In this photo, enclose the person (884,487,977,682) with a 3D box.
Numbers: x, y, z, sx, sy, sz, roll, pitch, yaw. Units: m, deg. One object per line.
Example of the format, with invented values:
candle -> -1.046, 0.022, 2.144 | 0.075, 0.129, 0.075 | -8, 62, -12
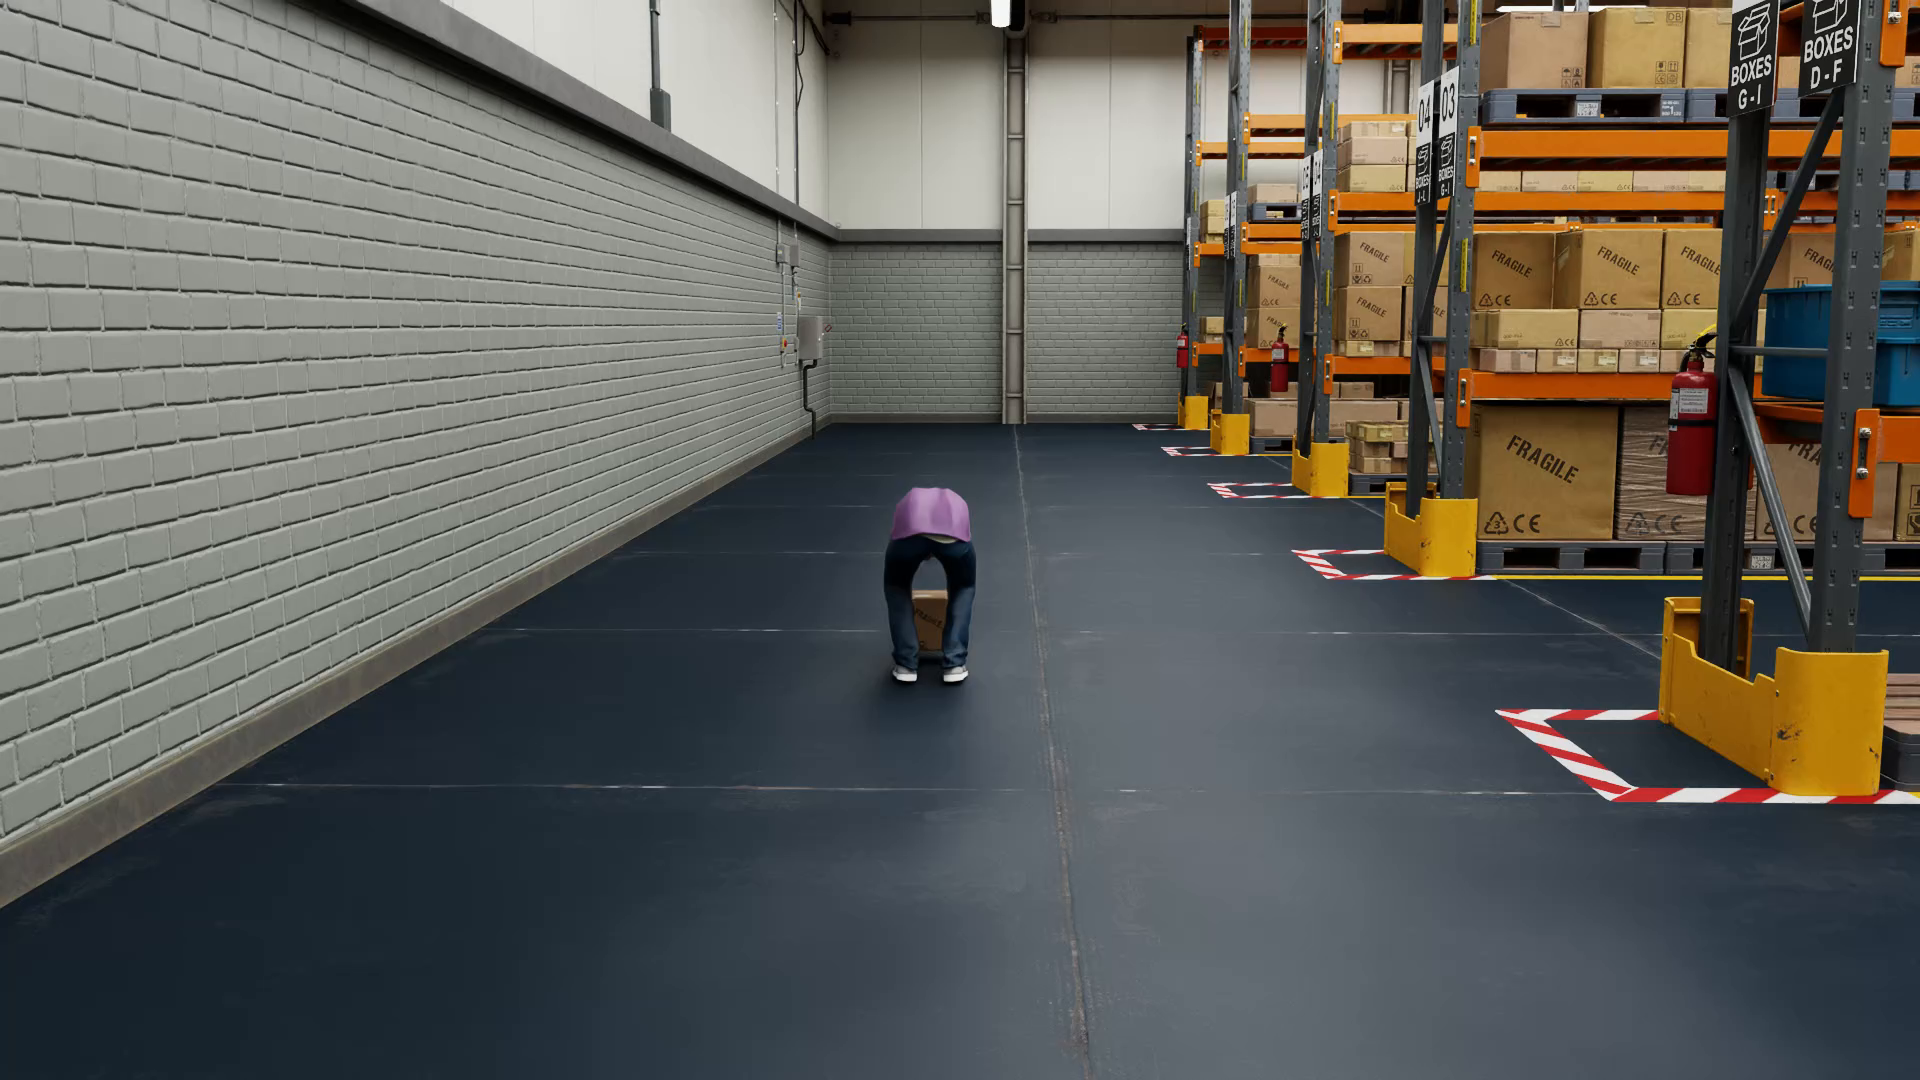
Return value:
person -> -0.138, 0.190, 7.609 | 0.424, 0.886, 0.715 | 0, 7, -2
